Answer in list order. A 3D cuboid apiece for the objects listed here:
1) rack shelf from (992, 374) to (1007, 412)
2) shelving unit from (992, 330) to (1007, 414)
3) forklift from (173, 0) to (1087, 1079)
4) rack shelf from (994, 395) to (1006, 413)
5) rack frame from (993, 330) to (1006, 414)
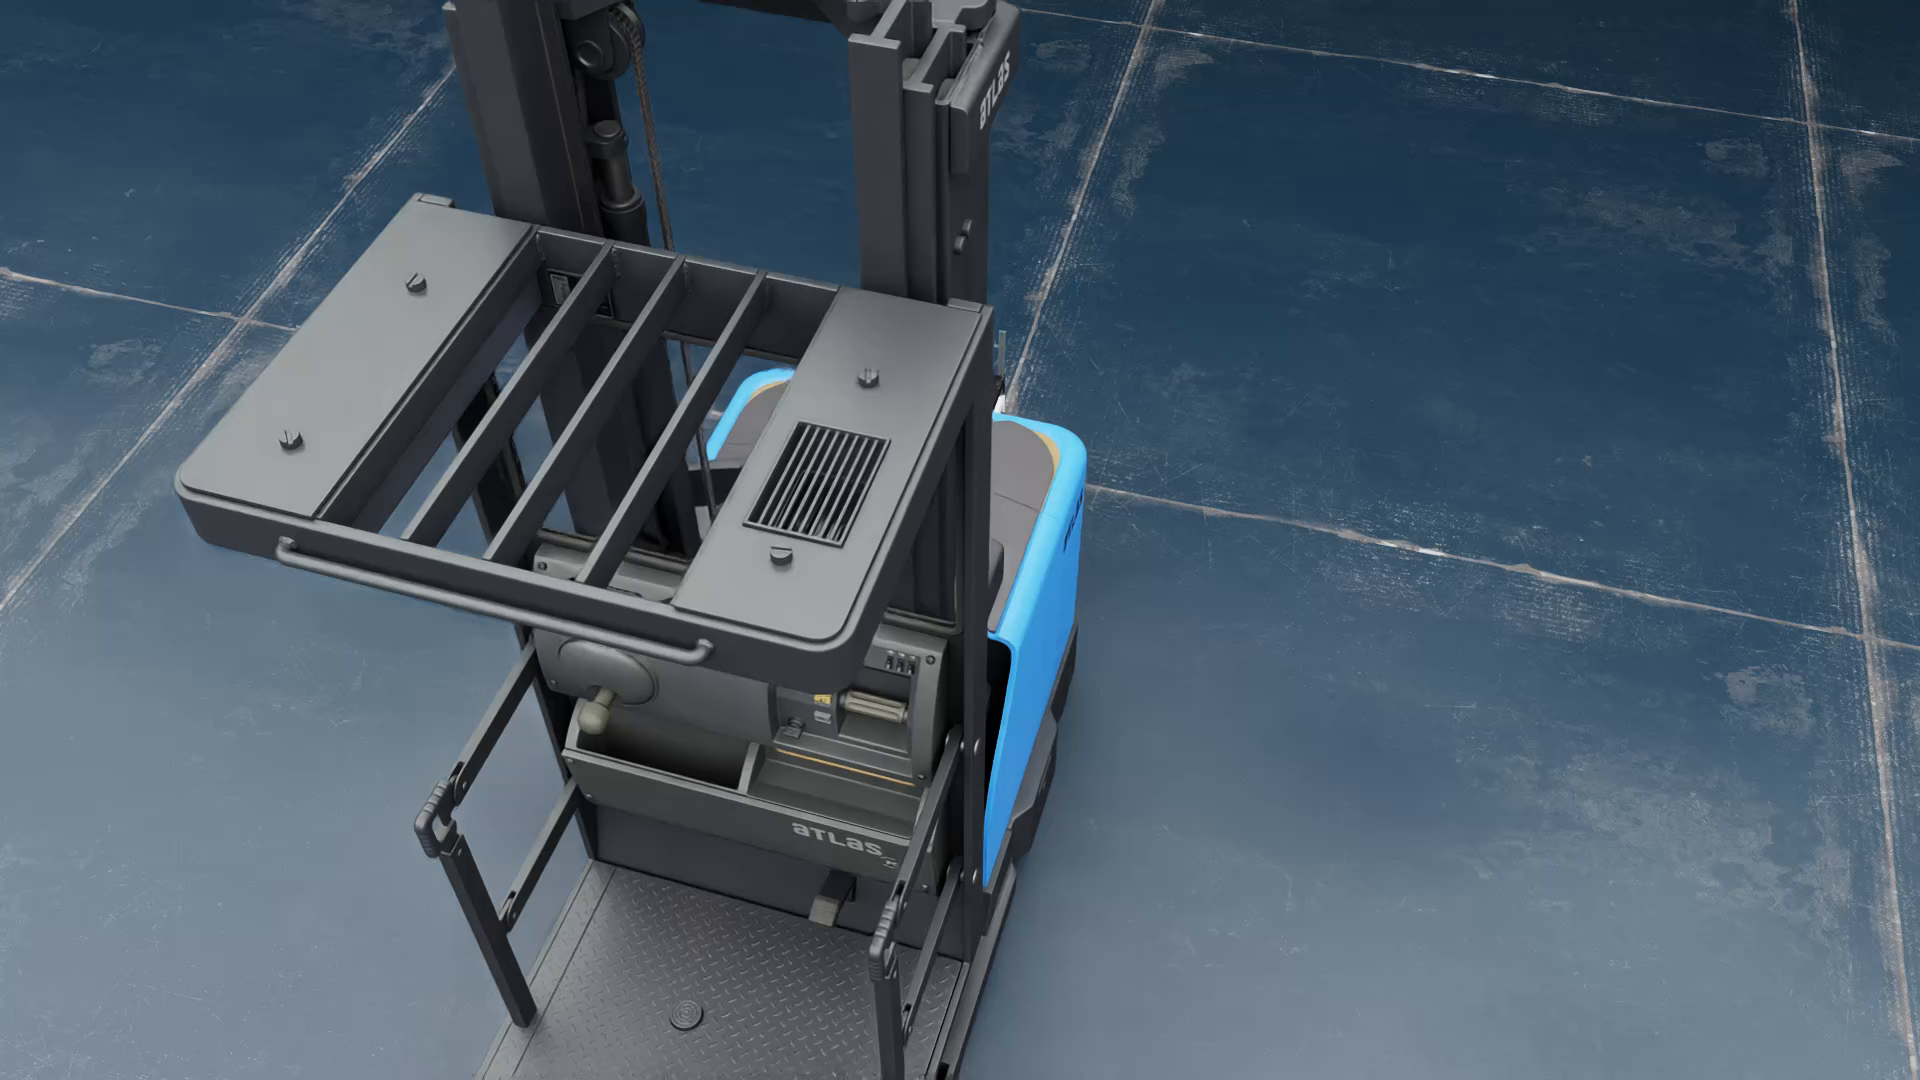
[{"bbox_3d":[-0.002,-0.449,5.230,0.258,0.077,0.200,12,50,10],"label":"rack shelf"},{"bbox_3d":[-0.002,-0.292,5.407,0.258,0.900,0.210,12,50,10],"label":"shelving unit"},{"bbox_3d":[-0.549,0.392,3.449,1.130,2.935,3.031,13,50,11],"label":"forklift"},{"bbox_3d":[-0.002,-0.389,5.297,0.258,0.077,0.200,12,50,10],"label":"rack shelf"},{"bbox_3d":[0.025,-0.365,5.472,0.240,0.900,0.006,12,50,10],"label":"rack frame"}]
